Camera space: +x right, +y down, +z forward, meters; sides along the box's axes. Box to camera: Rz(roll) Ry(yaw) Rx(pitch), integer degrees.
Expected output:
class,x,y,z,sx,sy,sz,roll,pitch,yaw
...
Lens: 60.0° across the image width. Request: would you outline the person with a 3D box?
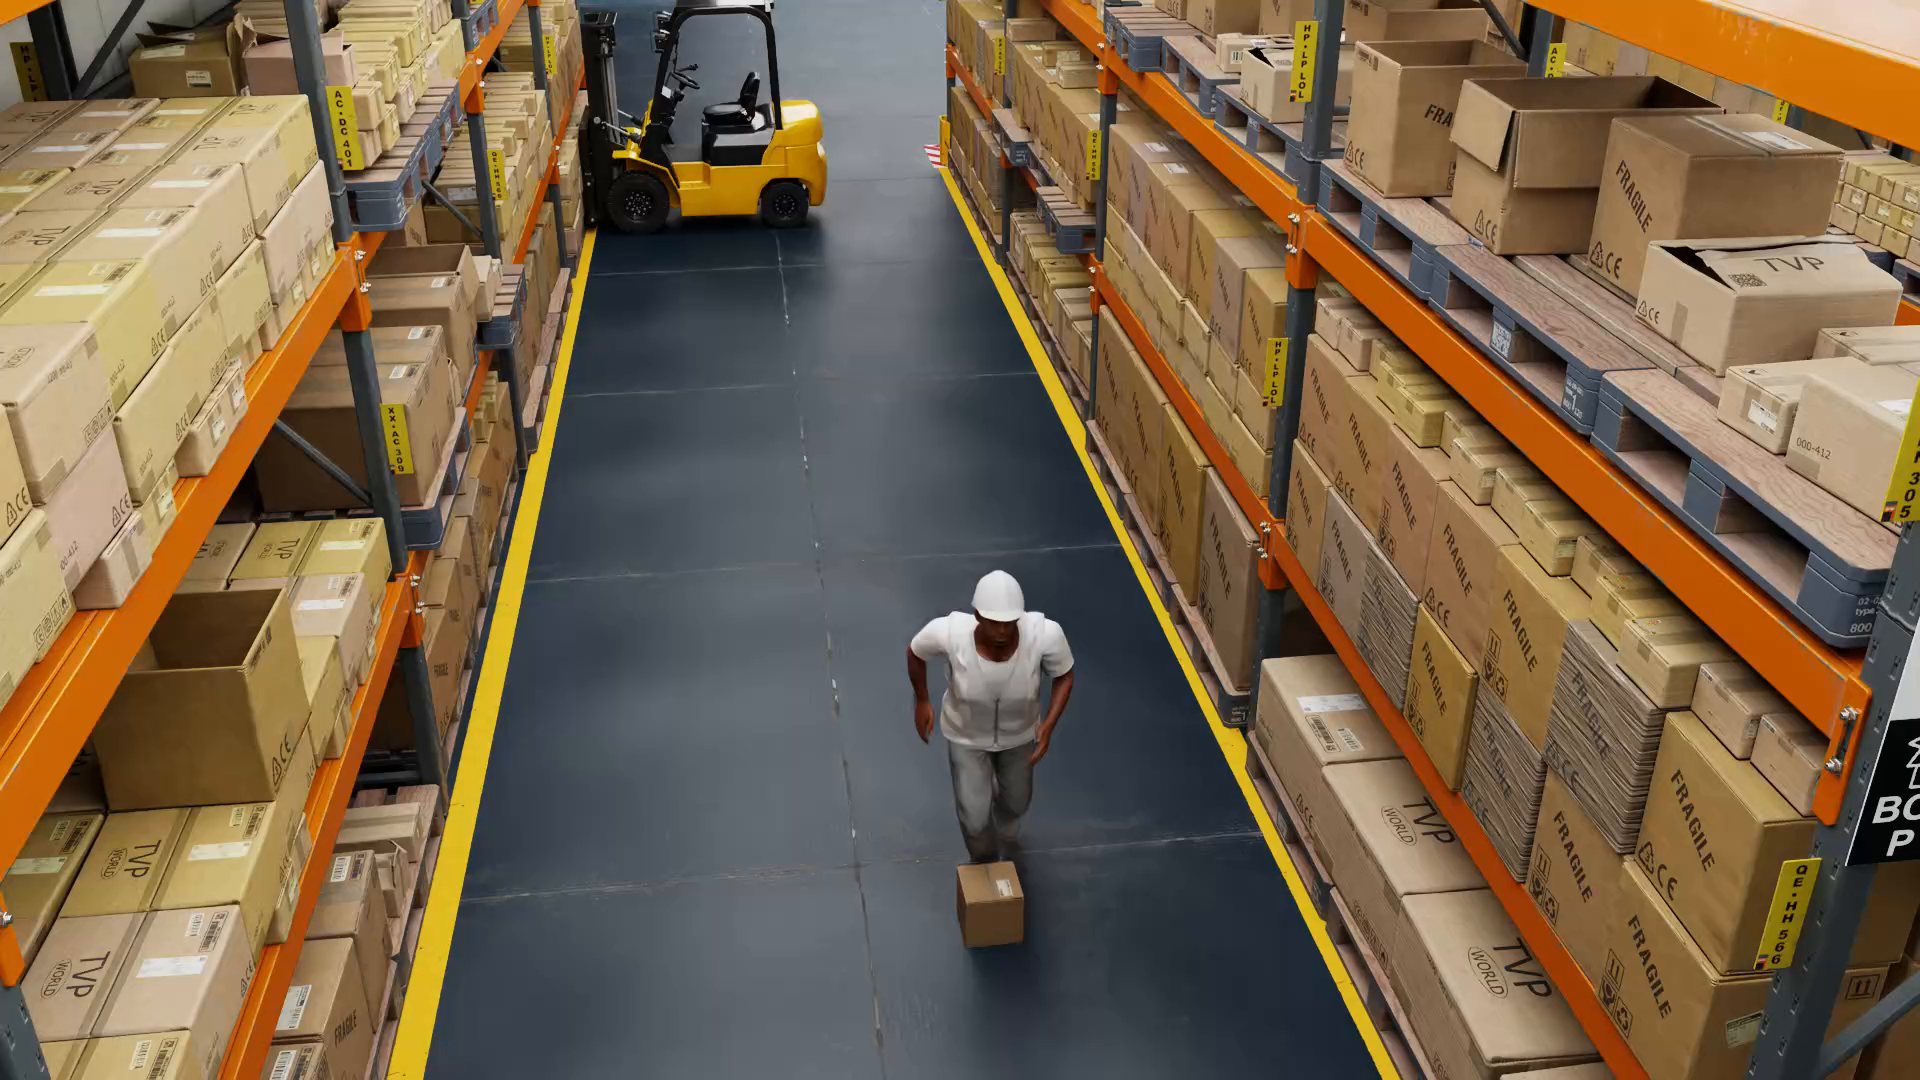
class,x,y,z,sx,sy,sz,roll,pitch,yaw
person,0.124,0.780,7.142,0.685,1.696,0.849,-4,27,-8
